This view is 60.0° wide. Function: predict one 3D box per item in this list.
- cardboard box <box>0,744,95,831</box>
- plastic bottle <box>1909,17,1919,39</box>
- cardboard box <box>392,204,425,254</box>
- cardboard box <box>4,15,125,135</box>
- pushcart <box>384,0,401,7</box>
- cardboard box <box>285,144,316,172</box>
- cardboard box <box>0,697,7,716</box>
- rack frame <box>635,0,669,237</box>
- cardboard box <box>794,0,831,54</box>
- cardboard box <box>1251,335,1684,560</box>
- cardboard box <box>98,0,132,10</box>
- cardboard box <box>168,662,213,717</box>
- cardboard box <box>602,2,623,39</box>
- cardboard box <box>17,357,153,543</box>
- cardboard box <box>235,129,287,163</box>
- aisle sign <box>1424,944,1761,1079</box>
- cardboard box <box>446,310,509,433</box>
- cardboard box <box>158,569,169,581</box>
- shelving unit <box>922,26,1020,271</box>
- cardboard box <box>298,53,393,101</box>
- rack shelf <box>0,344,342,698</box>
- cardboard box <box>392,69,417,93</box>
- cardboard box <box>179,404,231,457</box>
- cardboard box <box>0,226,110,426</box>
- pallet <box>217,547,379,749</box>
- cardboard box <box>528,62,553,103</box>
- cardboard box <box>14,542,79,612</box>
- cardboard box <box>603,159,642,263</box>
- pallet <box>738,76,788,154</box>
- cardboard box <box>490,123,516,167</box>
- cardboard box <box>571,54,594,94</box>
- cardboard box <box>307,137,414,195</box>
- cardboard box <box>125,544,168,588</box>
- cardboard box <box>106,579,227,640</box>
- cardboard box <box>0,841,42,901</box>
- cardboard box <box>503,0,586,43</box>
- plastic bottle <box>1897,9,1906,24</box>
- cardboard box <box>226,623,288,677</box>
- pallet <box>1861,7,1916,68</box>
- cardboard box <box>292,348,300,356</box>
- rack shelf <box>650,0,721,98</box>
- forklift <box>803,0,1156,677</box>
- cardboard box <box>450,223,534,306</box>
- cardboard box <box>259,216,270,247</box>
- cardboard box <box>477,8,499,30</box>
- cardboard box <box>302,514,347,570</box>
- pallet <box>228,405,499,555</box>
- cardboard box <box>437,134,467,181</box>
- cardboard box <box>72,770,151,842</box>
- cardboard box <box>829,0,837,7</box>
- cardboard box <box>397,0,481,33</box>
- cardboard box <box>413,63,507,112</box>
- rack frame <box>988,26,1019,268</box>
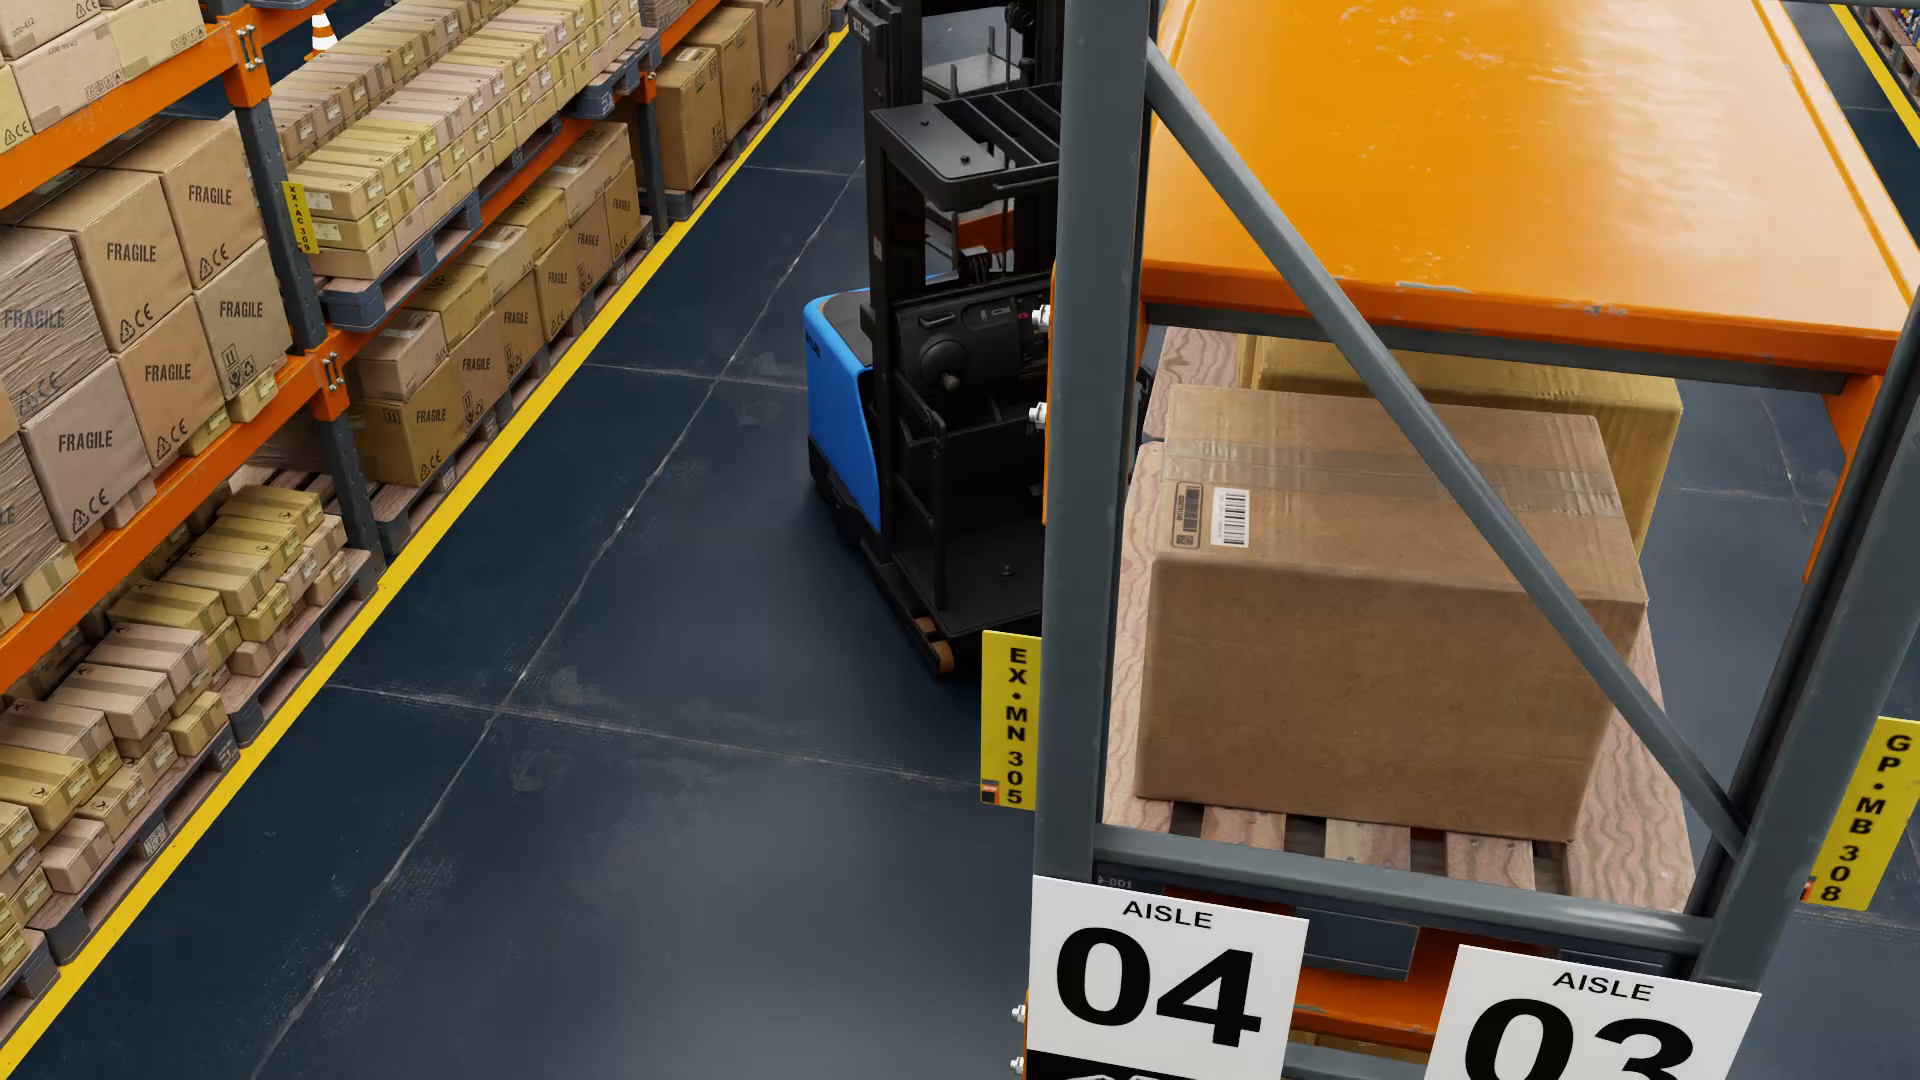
[{"bbox_3d":[-3.511,0.928,6.249,0.380,0.149,0.250,8,37,11],"label":"cardboard box"},{"bbox_3d":[8.012,-4.289,13.892,0.097,0.201,0.097,0,36,0],"label":"plastic bottle"},{"bbox_3d":[-2.776,-1.490,7.877,0.380,0.149,0.250,8,37,11],"label":"cardboard box"},{"bbox_3d":[-3.322,-1.648,5.810,0.500,0.250,0.500,7,37,10],"label":"cardboard box"},{"bbox_3d":[-4.273,-4.924,14.993,1.648,0.377,0.936,-5,36,-6],"label":"pushcart"},{"bbox_3d":[-3.360,-1.829,8.090,0.380,0.149,0.250,9,37,12],"label":"cardboard box"},{"bbox_3d":[-3.997,0.714,6.544,0.380,0.149,0.250,7,37,10],"label":"cardboard box"},{"bbox_3d":[-2.508,-3.387,10.638,1.000,3.000,0.127,7,37,10],"label":"rack frame"},{"bbox_3d":[-1.699,-4.572,13.832,1.050,0.750,0.750,7,37,10],"label":"cardboard box"},{"bbox_3d":[0.903,-0.199,3.155,0.700,0.500,0.500,6,36,8],"label":"cardboard box"},{"bbox_3d":[-3.213,-2.154,6.082,0.500,0.250,0.500,6,36,8],"label":"cardboard box"},{"bbox_3d":[-3.390,0.583,6.978,0.380,0.149,0.250,8,37,11],"label":"cardboard box"},{"bbox_3d":[-2.224,-3.083,9.820,0.380,0.149,0.250,9,37,12],"label":"cardboard box"},{"bbox_3d":[-3.410,-0.360,6.122,0.500,0.500,0.500,7,37,10],"label":"cardboard box"},{"bbox_3d":[-3.411,-1.812,7.814,0.380,0.149,0.250,6,36,9],"label":"cardboard box"},{"bbox_3d":[0.885,0.905,2.500,0.394,0.787,0.004,7,37,10],"label":"aisle sign"},{"bbox_3d":[-2.834,-0.946,9.041,0.500,0.500,0.500,9,37,12],"label":"cardboard box"},{"bbox_3d":[-3.736,0.238,7.454,0.380,0.149,0.250,7,37,10],"label":"cardboard box"},{"bbox_3d":[0.067,-1.633,8.978,0.503,2.100,0.431,-22,41,-27],"label":"shelving unit"},{"bbox_3d":[-3.189,-2.405,8.632,0.380,0.149,0.250,6,36,8],"label":"cardboard box"},{"bbox_3d":[-3.790,0.344,6.103,1.077,0.370,4.000,7,37,10],"label":"rack shelf"},{"bbox_3d":[-3.135,-2.430,8.920,0.380,0.149,0.250,9,37,12],"label":"cardboard box"},{"bbox_3d":[-3.259,-0.492,6.857,0.380,0.149,0.250,9,37,12],"label":"cardboard box"},{"bbox_3d":[-3.427,-0.768,5.833,0.500,0.500,0.500,8,37,11],"label":"cardboard box"},{"bbox_3d":[-3.472,0.424,7.755,1.003,0.211,1.213,7,37,10],"label":"pallet"},{"bbox_3d":[-2.442,-2.496,9.011,0.380,0.149,0.250,8,37,11],"label":"cardboard box"},{"bbox_3d":[-3.459,0.106,6.032,0.380,0.149,0.250,8,37,11],"label":"cardboard box"},{"bbox_3d":[-2.394,-2.135,10.682,0.500,0.500,0.500,7,37,10],"label":"cardboard box"},{"bbox_3d":[-2.004,-3.398,13.029,1.003,0.211,1.213,7,37,10],"label":"pallet"},{"bbox_3d":[-2.556,-2.080,8.690,0.380,0.149,0.250,7,36,9],"label":"cardboard box"},{"bbox_3d":[-2.331,-2.683,9.522,0.380,0.149,0.250,7,36,9],"label":"cardboard box"},{"bbox_3d":[-2.776,-1.732,7.703,0.380,0.149,0.250,8,37,11],"label":"cardboard box"},{"bbox_3d":[-3.761,0.122,7.360,0.380,0.149,0.250,7,36,9],"label":"cardboard box"},{"bbox_3d":[-3.378,0.320,7.087,0.380,0.149,0.250,8,37,11],"label":"cardboard box"},{"bbox_3d":[-3.650,1.196,6.132,0.380,0.149,0.250,6,36,8],"label":"cardboard box"},{"bbox_3d":[-2.330,-2.911,9.329,0.380,0.149,0.250,8,37,11],"label":"cardboard box"},{"bbox_3d":[8.098,-4.550,14.192,0.097,0.271,0.097,0,36,0],"label":"plastic bottle"},{"bbox_3d":[-3.244,0.456,7.407,0.380,0.149,0.250,6,36,8],"label":"cardboard box"},{"bbox_3d":[8.451,-4.332,14.318,1.003,0.211,1.213,7,37,10],"label":"pallet"},{"bbox_3d":[-3.451,-1.014,8.497,0.500,0.250,0.500,6,36,9],"label":"cardboard box"},{"bbox_3d":[-2.081,-4.243,12.431,1.077,0.370,4.000,7,37,10],"label":"rack shelf"},{"bbox_3d":[0.255,-0.849,7.195,1.130,2.935,3.031,-15,38,-19],"label":"forklift"},{"bbox_3d":[-2.722,-1.544,9.227,0.500,0.250,0.500,9,37,12],"label":"cardboard box"},{"bbox_3d":[-3.471,-1.415,7.773,0.380,0.149,0.250,7,36,9],"label":"cardboard box"},{"bbox_3d":[-2.917,-3.015,9.727,0.380,0.149,0.250,6,36,9],"label":"cardboard box"},{"bbox_3d":[-3.119,-0.010,7.796,0.380,0.149,0.250,8,37,11],"label":"cardboard box"},{"bbox_3d":[-3.198,-0.412,8.908,1.003,0.211,1.213,7,37,10],"label":"pallet"},{"bbox_3d":[-2.666,-1.897,8.184,0.380,0.149,0.250,6,36,8],"label":"cardboard box"},{"bbox_3d":[-3.475,1.035,6.608,0.380,0.149,0.250,7,37,10],"label":"cardboard box"},{"bbox_3d":[-1.451,-5.342,14.787,0.875,0.875,0.875,8,37,11],"label":"cardboard box"},{"bbox_3d":[-2.965,-3.010,9.466,0.380,0.149,0.250,6,36,8],"label":"cardboard box"},{"bbox_3d":[-2.554,-2.313,8.505,0.380,0.149,0.250,9,37,12],"label":"cardboard box"},{"bbox_3d":[0.268,-1.713,9.091,0.015,2.100,0.400,-22,41,-27],"label":"rack frame"}]
